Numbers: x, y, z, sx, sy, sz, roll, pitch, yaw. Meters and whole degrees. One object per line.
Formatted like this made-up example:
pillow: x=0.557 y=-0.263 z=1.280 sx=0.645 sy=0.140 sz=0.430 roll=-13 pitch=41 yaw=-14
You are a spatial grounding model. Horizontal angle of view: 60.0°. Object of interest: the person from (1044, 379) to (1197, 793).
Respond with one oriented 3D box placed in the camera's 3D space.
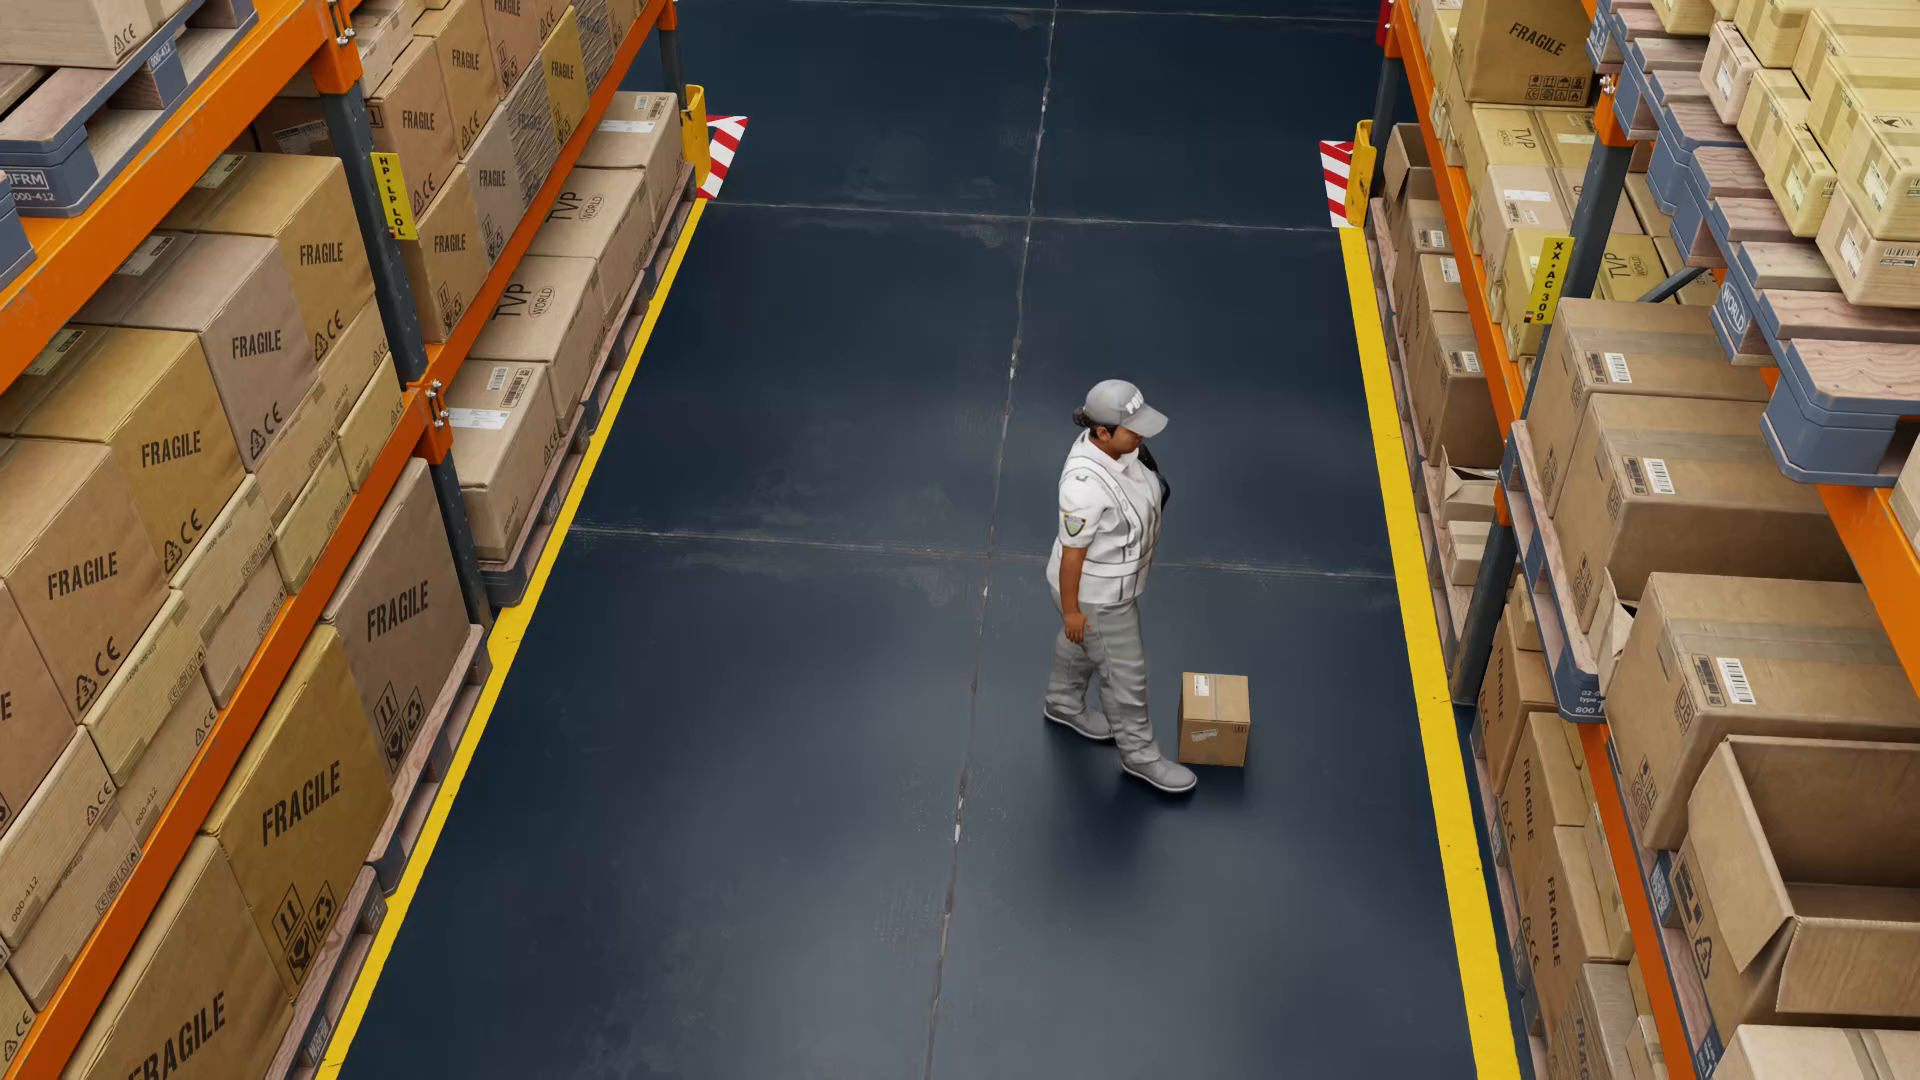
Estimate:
person: x=0.633 y=0.152 z=5.967 sx=0.646 sy=1.653 sz=0.481 roll=11 pitch=41 yaw=12
